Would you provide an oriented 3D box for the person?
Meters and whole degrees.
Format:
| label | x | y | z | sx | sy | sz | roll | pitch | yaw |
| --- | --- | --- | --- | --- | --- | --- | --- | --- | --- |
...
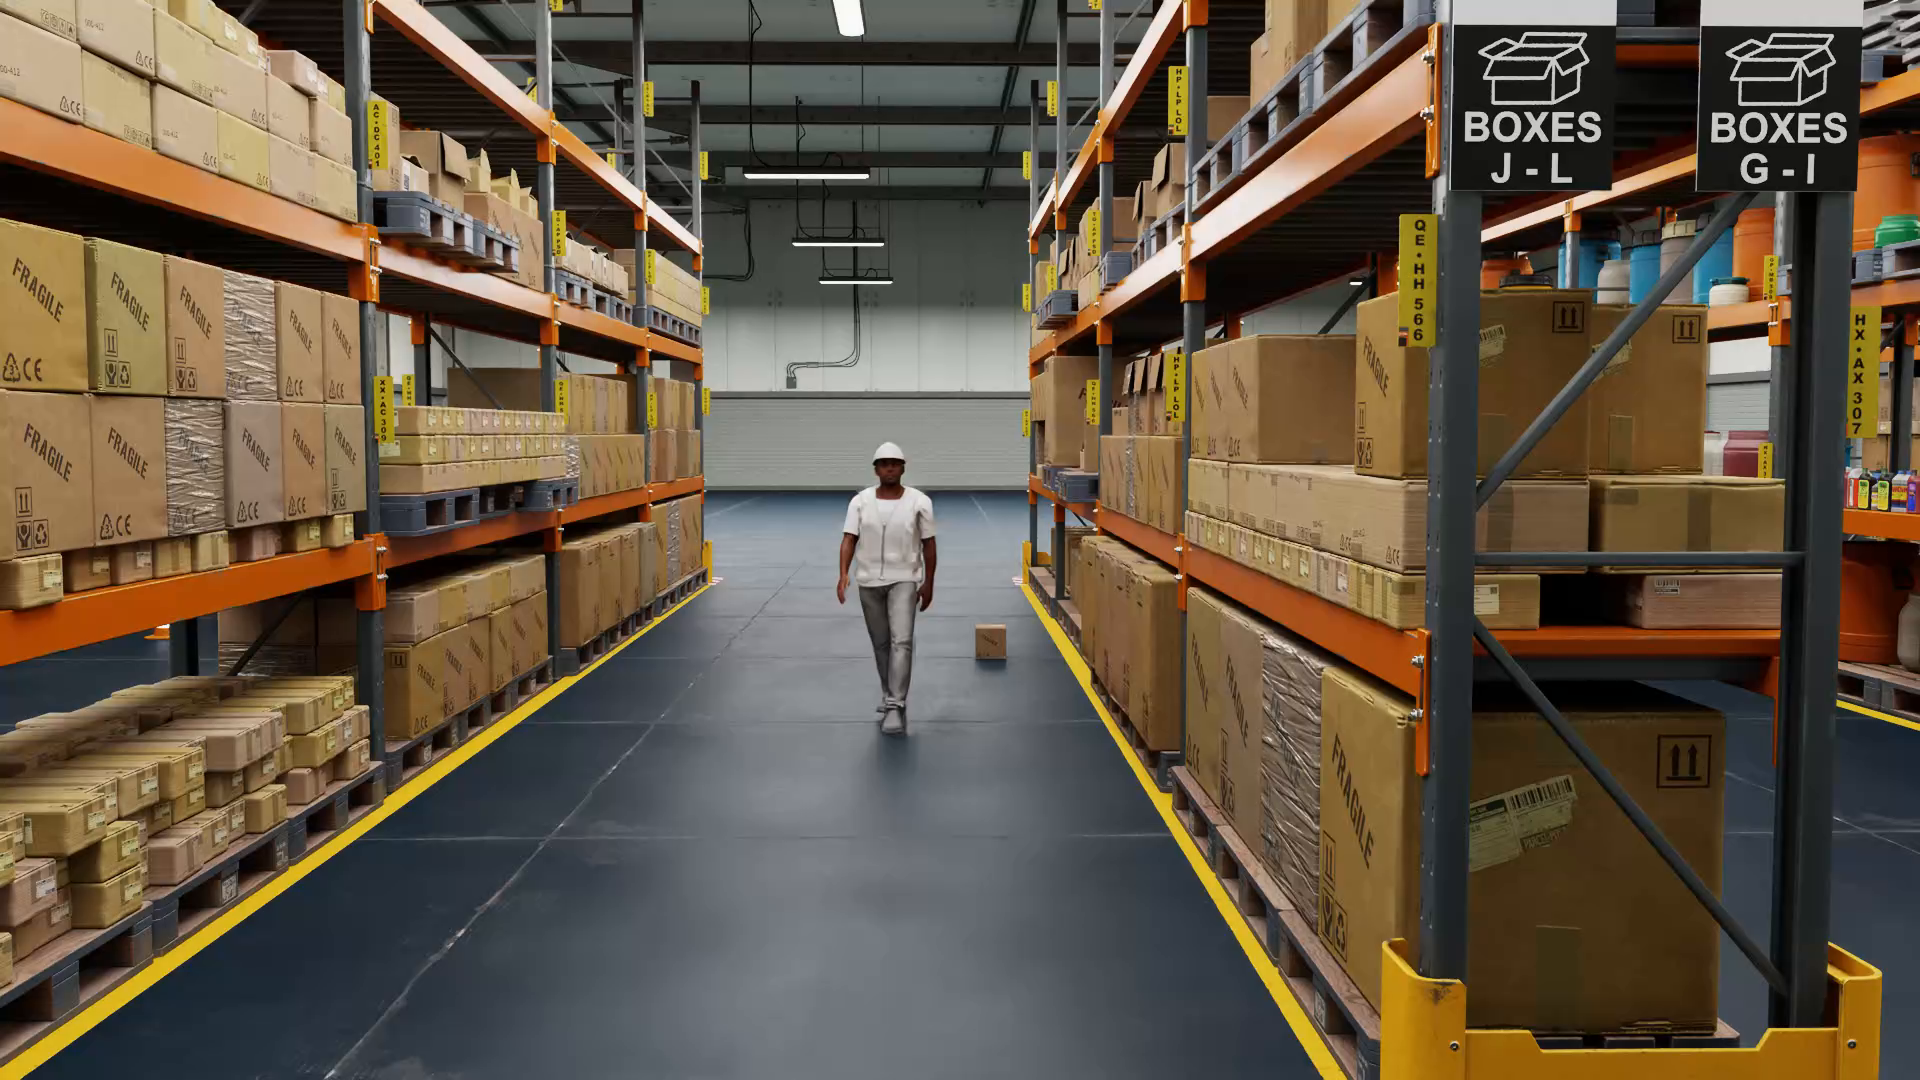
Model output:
| label | x | y | z | sx | sy | sz | roll | pitch | yaw |
| --- | --- | --- | --- | --- | --- | --- | --- | --- | --- |
| person | -0.476 | 0.262 | 10.269 | 0.567 | 1.725 | 0.936 | 1 | 4 | 13 |
